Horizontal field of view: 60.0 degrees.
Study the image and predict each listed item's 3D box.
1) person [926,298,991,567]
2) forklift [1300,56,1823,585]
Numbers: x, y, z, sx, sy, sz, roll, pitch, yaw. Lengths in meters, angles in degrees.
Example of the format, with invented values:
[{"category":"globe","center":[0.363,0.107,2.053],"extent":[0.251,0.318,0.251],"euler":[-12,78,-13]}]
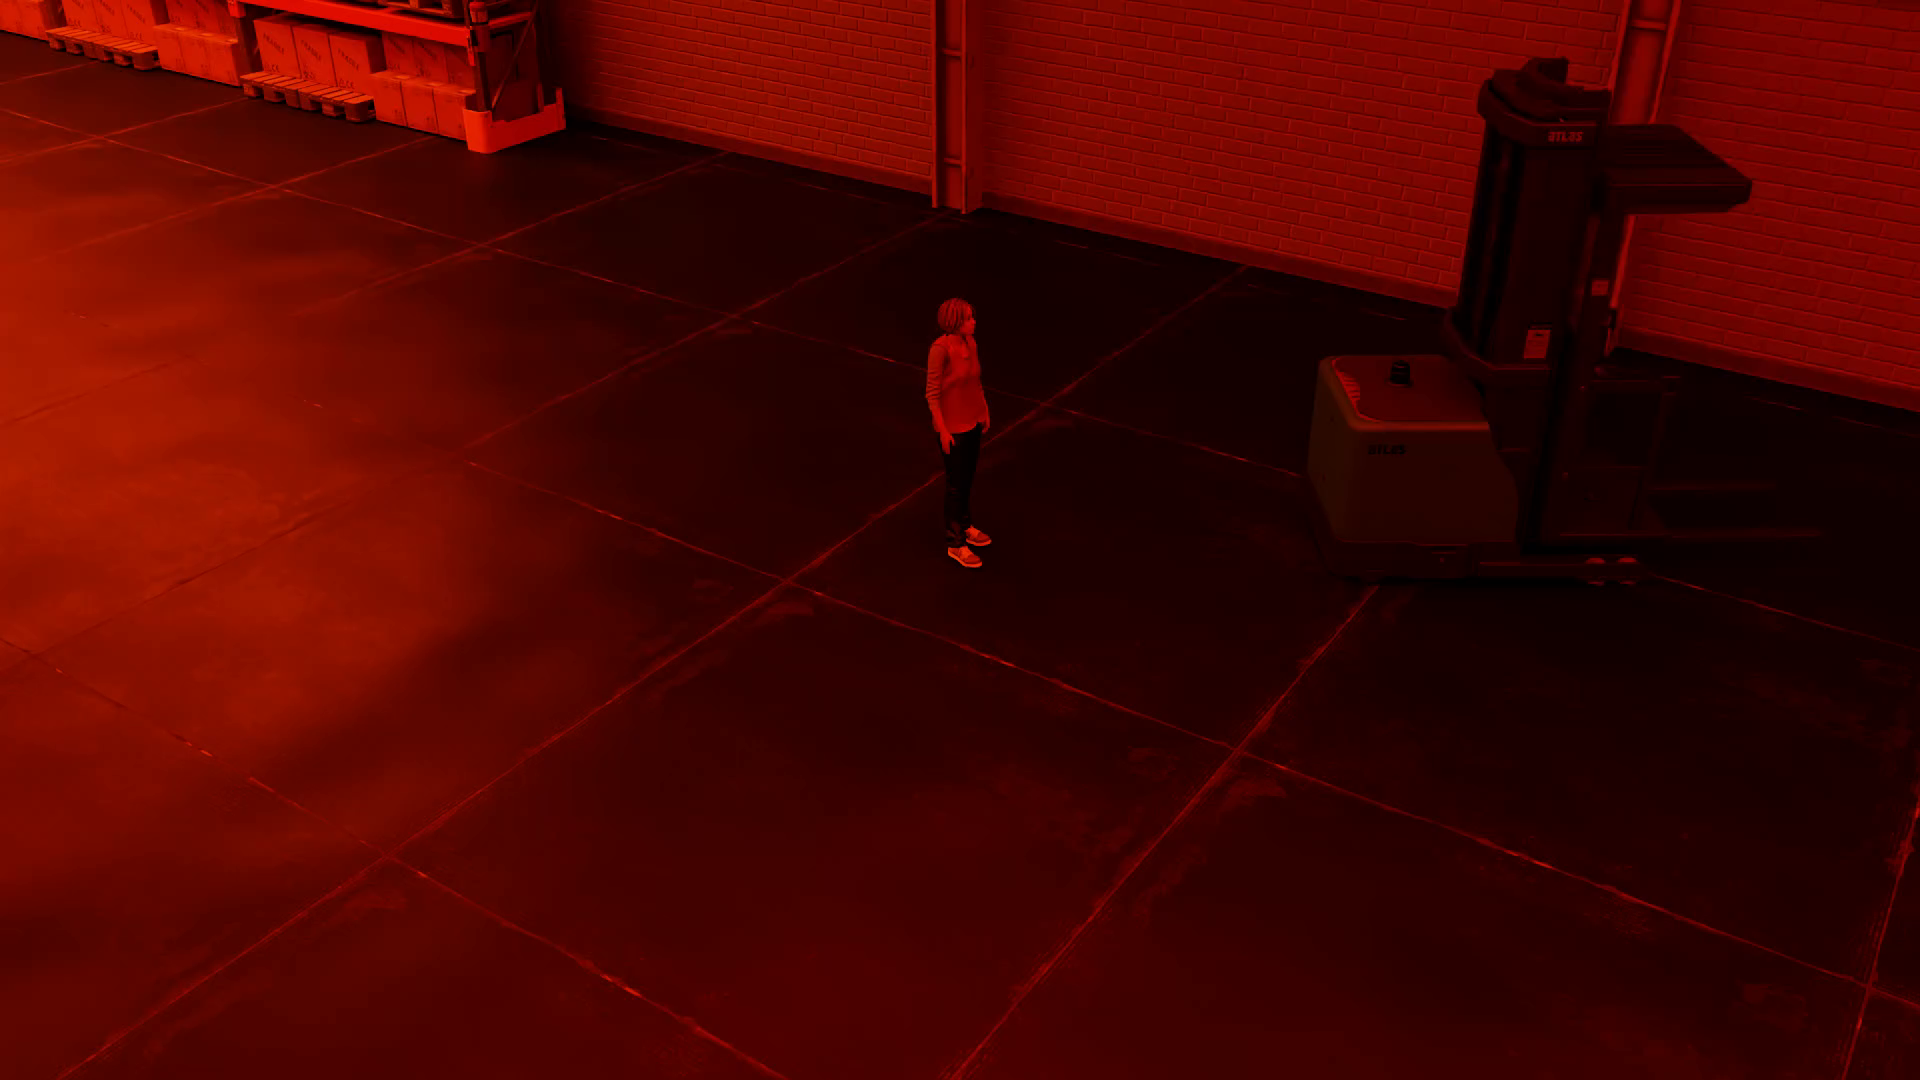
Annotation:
[{"category":"person","center":[0.053,-0.670,10.050],"extent":[0.476,1.596,0.520],"euler":[19,35,29]},{"category":"forklift","center":[3.733,-1.261,9.753],"extent":[3.031,2.935,1.130],"euler":[-1,30,-1]}]
